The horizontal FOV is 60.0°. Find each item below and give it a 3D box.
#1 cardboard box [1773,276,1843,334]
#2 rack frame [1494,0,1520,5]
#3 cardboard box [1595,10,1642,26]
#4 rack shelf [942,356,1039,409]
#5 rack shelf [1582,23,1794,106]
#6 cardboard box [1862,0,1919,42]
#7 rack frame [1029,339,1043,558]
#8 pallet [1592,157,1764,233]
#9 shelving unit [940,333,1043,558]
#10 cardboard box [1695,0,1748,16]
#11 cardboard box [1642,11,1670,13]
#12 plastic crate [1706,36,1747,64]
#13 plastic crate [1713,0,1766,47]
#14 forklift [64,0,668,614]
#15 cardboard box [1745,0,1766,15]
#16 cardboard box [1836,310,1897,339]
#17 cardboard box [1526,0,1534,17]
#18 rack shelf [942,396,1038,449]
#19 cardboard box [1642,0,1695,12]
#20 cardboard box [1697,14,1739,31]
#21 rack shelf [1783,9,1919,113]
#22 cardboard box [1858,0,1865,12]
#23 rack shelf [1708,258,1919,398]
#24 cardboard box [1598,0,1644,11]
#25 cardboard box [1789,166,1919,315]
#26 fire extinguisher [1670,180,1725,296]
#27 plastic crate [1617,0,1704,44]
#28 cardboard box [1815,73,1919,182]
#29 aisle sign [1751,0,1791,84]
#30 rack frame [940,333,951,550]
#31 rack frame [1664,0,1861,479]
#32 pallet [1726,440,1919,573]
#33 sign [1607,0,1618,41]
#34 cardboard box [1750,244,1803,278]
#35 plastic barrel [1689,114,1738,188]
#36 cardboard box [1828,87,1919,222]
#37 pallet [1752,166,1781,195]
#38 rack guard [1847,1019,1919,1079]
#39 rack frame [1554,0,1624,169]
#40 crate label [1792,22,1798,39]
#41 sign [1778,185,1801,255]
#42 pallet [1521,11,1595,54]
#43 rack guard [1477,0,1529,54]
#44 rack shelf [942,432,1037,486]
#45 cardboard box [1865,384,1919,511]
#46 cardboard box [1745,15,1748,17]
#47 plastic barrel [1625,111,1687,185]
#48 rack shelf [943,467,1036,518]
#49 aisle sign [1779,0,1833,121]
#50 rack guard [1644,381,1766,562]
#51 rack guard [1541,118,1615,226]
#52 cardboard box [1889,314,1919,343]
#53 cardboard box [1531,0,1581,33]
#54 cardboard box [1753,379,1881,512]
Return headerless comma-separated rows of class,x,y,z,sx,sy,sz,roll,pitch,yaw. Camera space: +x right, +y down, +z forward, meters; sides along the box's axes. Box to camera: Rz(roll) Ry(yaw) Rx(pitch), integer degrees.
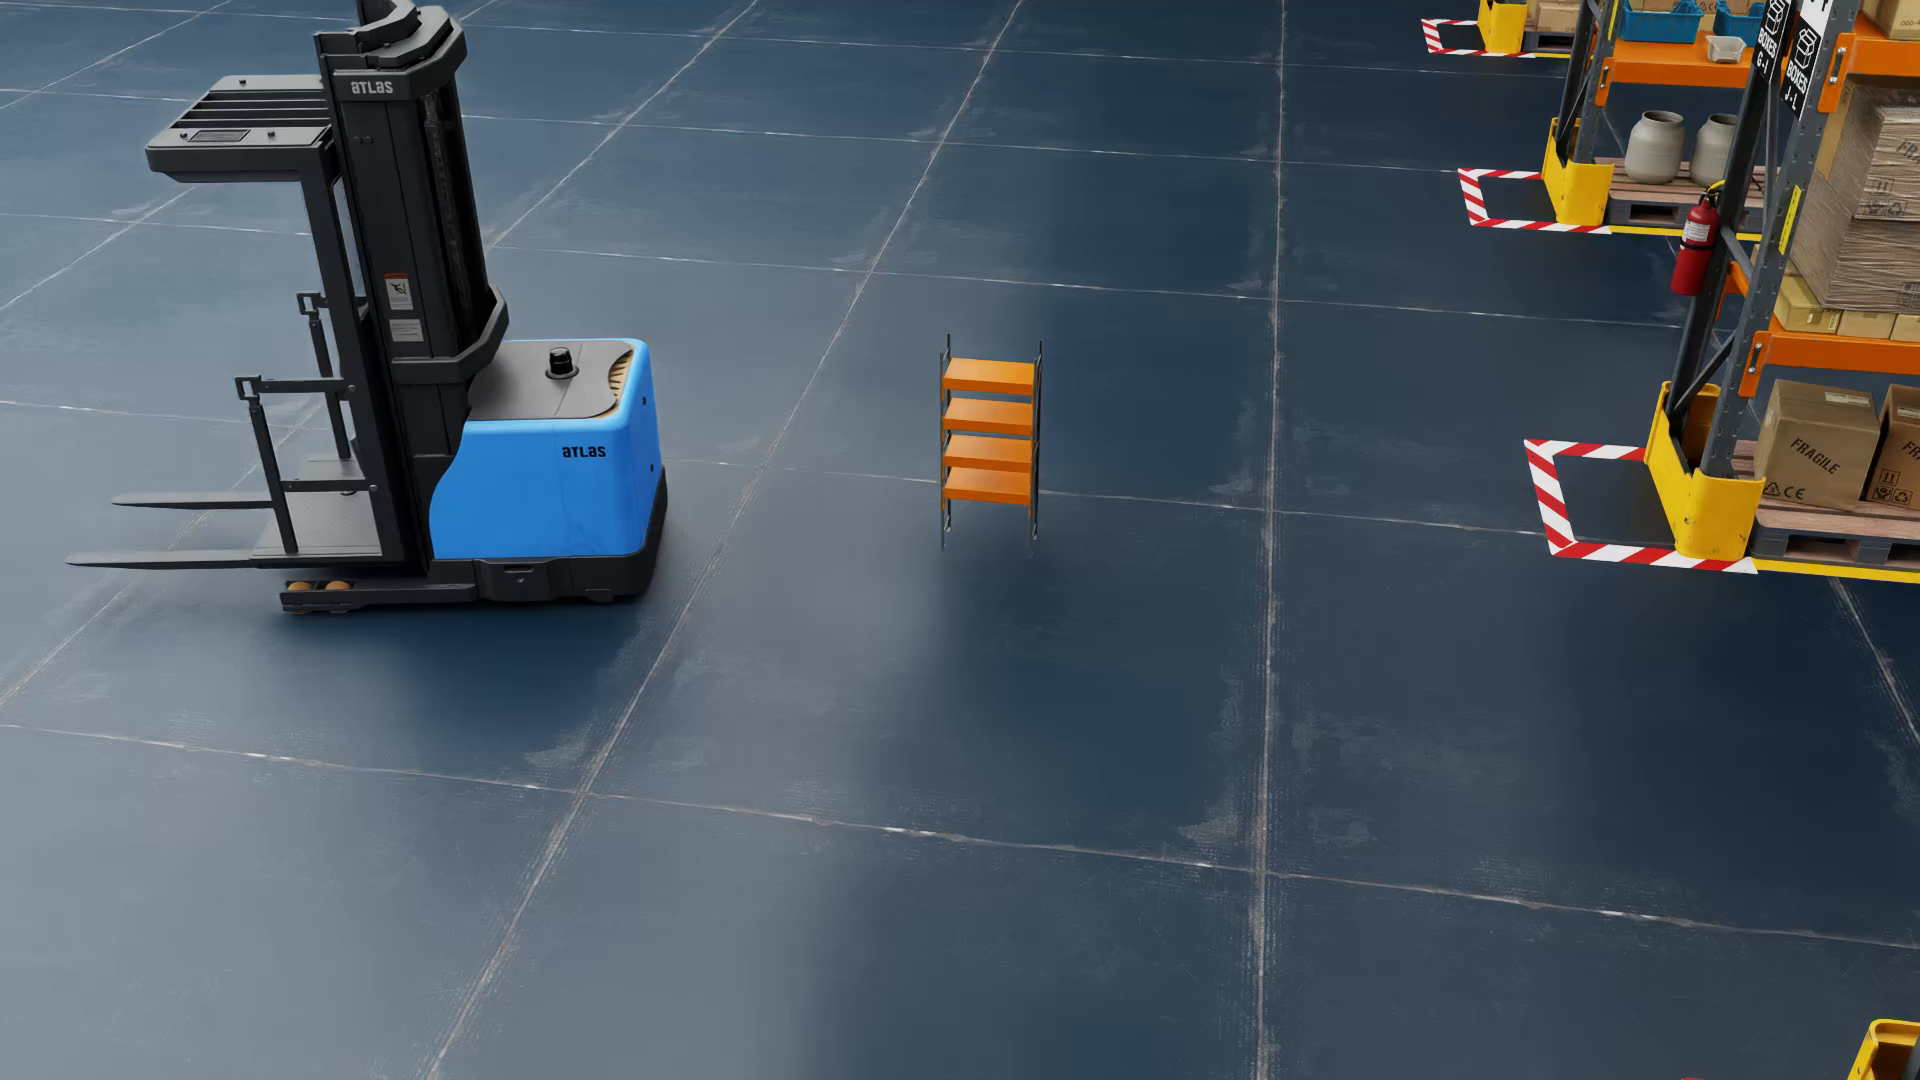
cardboard box,4.370,-1.219,8.607,0.250,0.149,0.380,5,32,8
rack frame,5.800,-6.656,17.057,0.127,3.000,1.000,5,32,8
cardboard box,6.784,-5.462,17.344,0.500,0.250,0.500,5,32,8
rack shelf,0.163,-0.827,8.700,0.480,0.148,0.258,5,32,8
rack shelf,6.934,-3.582,12.824,4.000,0.370,1.077,5,32,8
cardboard box,4.561,-2.505,7.739,0.500,0.250,0.500,6,33,10
rack frame,0.404,-0.472,8.873,0.015,1.200,0.240,5,32,8
pallet,5.845,-2.826,13.567,1.213,0.211,1.003,5,32,8
shelving unit,0.163,-0.494,8.908,0.503,1.200,0.258,5,32,8
cardboard box,7.769,-5.687,16.998,0.500,0.500,0.500,5,32,8
cardboard box,7.277,-5.417,17.273,0.500,0.250,0.500,5,32,8
plastic crate,5.791,-3.706,12.592,0.250,0.136,0.298,5,32,8
plastic crate,6.146,-4.054,13.039,0.408,0.251,0.499,5,32,8
forklift,-3.158,-1.144,8.315,3.031,2.935,1.130,-1,32,-2
cardboard box,8.264,-5.650,16.938,0.500,0.500,0.500,5,32,8
cardboard box,4.613,-1.187,8.555,0.250,0.149,0.380,5,32,8
cardboard box,6.378,-5.775,17.845,0.500,0.250,0.500,5,32,8
rack shelf,0.163,-0.626,8.825,0.480,0.148,0.258,5,32,8
cardboard box,7.279,-5.741,17.083,0.500,0.500,0.500,5,32,8
cardboard box,7.769,-5.370,17.197,0.500,0.250,0.500,5,32,8
rack shelf,6.101,-2.264,7.890,4.000,0.370,1.077,5,32,8
cardboard box,4.647,-2.773,8.168,0.500,0.250,0.500,6,33,9
rack shelf,6.101,-0.992,8.686,4.000,0.370,1.077,5,32,8
cardboard box,6.784,-5.779,17.144,0.500,0.500,0.500,5,32,8
cardboard box,4.667,-1.581,8.573,0.500,0.500,0.875,5,32,8
fire extinguisher,4.094,-1.694,9.202,0.183,0.674,0.296,5,32,8
plastic crate,5.506,-4.115,13.137,0.616,0.251,0.499,5,32,8
cardboard box,4.713,-2.148,8.537,0.500,0.500,0.500,5,32,8
aisle sign,4.119,-2.740,8.350,0.004,0.787,0.394,5,32,8
rack frame,-0.077,-0.516,8.943,0.015,1.200,0.240,5,32,8
rack frame,4.129,-1.476,8.780,0.127,3.000,1.000,5,32,8
pallet,4.999,-0.196,9.364,1.213,0.211,1.003,5,32,8
sign,4.866,-3.896,12.386,0.005,0.325,0.100,5,32,8
cardboard box,4.445,-1.452,8.979,0.250,0.149,0.380,5,32,8
plastic barrel,6.118,-3.126,13.366,0.421,0.512,0.421,0,32,0
cardboard box,4.626,-1.876,8.103,0.500,0.500,0.500,5,32,8
pallet,7.044,-2.716,13.391,1.213,0.211,1.003,5,32,8
rack guard,3.172,2.167,5.317,0.348,0.500,1.175,5,32,8
rack frame,4.963,-4.066,12.919,0.127,3.000,1.000,5,32,8
crate label,6.822,-4.058,12.873,0.616,0.435,0.502,5,32,8
sign,4.038,-1.559,8.097,0.005,0.325,0.100,5,32,8
pallet,6.561,-5.428,17.723,1.213,0.211,1.003,5,32,8
rack guard,5.776,-5.599,17.724,0.348,0.500,1.175,5,32,8
rack shelf,0.163,-0.437,8.944,0.480,0.148,0.258,5,32,8
cardboard box,5.337,-0.494,9.172,0.500,0.500,0.500,14,35,21
cardboard box,8.262,-5.325,17.127,0.500,0.250,0.500,5,32,8
plastic barrel,5.624,-3.171,13.437,0.421,0.512,0.421,0,32,0
rack shelf,0.163,-0.268,9.049,0.480,0.148,0.258,5,32,8
aisle sign,4.018,-2.426,7.849,0.004,0.787,0.394,5,32,8
rack guard,4.204,-0.409,9.433,0.348,0.500,1.175,5,32,8
rack guard,5.045,-3.024,13.610,0.348,0.500,1.175,5,32,8
cardboard box,4.857,-1.156,8.507,0.250,0.149,0.380,5,32,8
cardboard box,6.291,-5.505,17.413,0.500,0.250,0.500,5,32,8
cardboard box,4.742,-0.529,9.229,0.500,0.500,0.500,11,34,17
